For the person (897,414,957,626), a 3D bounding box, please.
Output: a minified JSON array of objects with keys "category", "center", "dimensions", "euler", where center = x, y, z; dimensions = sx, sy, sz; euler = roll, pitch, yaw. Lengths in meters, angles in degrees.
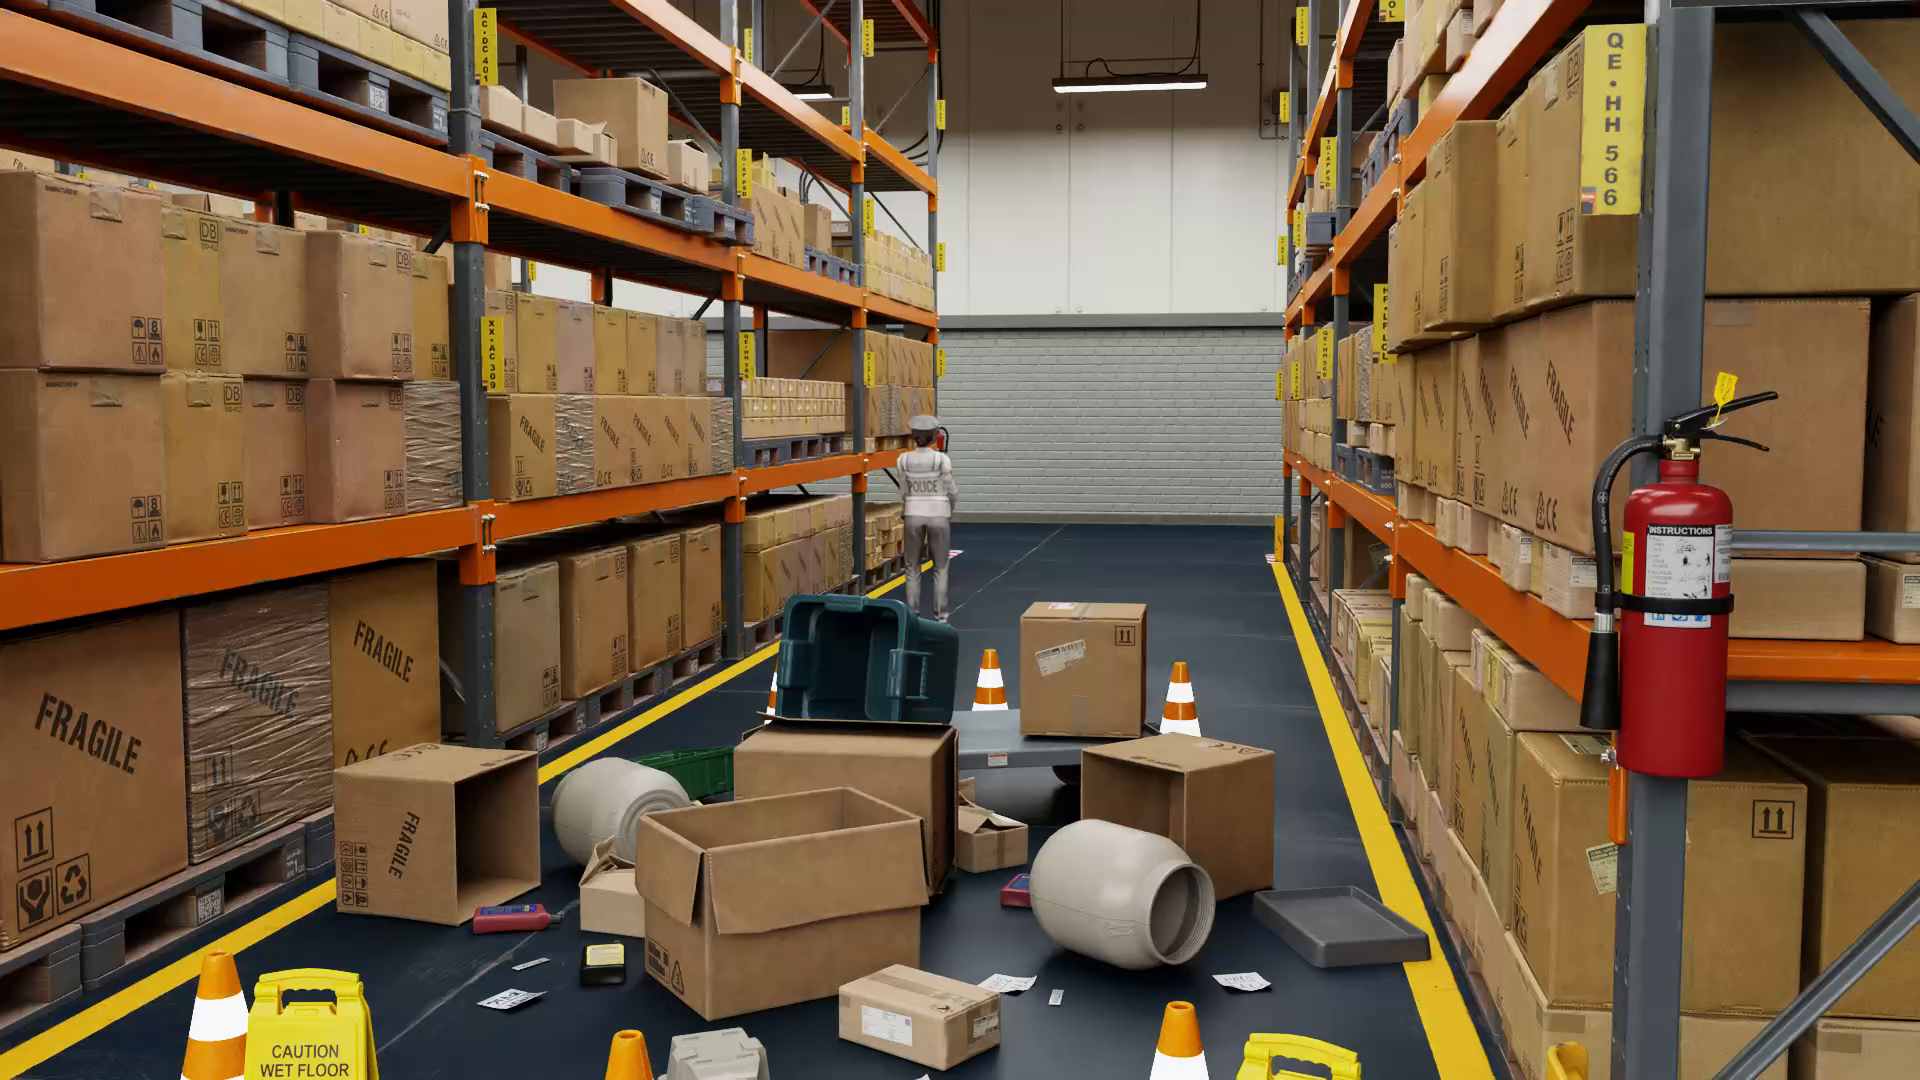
[{"category":"person","center":[-0.244,-0.135,12.950],"dimensions":[0.459,1.688,0.543],"euler":[1,5,10]}]
